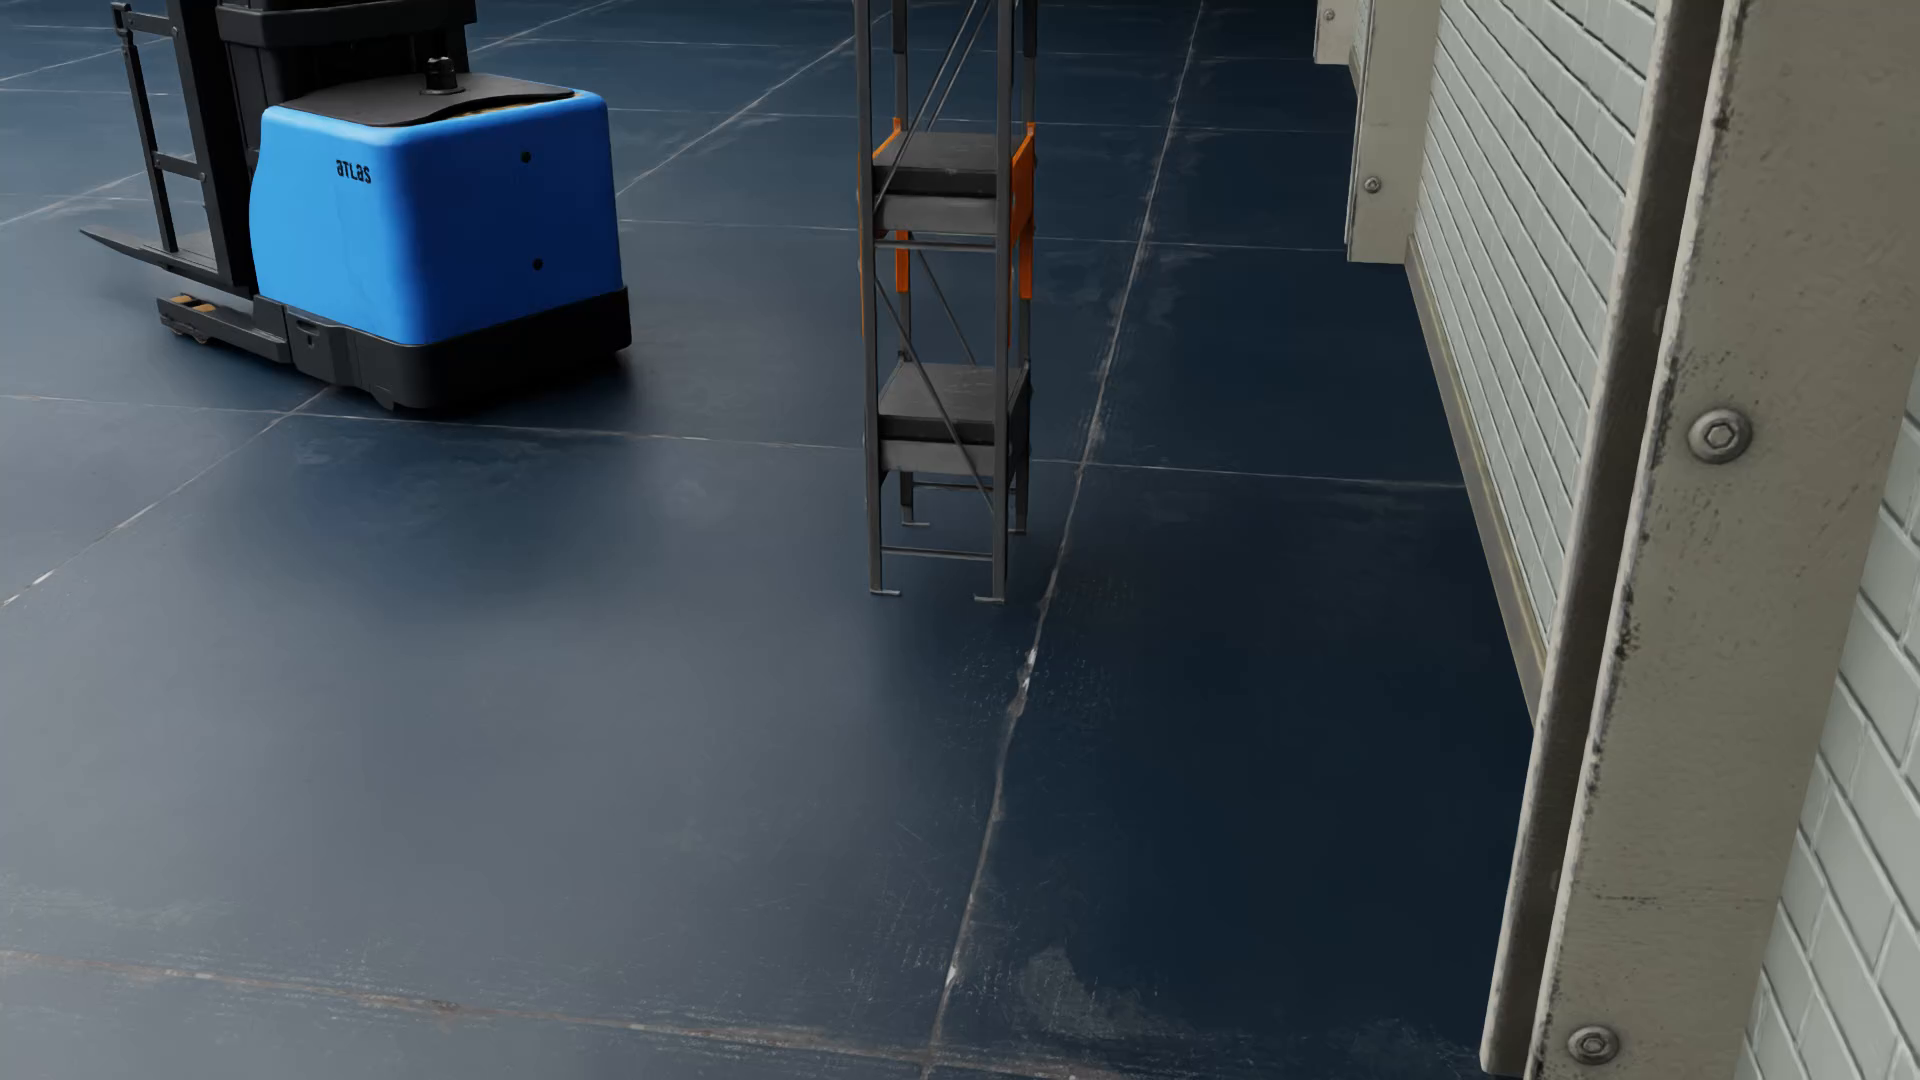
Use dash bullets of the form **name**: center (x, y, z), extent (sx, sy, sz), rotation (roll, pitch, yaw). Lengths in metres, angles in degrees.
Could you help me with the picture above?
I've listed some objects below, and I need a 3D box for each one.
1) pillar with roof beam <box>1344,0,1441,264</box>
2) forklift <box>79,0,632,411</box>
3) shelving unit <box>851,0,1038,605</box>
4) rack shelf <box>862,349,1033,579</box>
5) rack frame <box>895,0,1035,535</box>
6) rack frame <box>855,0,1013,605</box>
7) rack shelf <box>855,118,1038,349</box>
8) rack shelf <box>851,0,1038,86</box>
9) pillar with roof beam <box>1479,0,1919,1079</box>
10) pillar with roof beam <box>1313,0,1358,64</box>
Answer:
- **pillar with roof beam**: center (-2.157, -5.815, 7.059), extent (9.100, 9.000, 0.400), rotation (4, 25, 9)
- **forklift**: center (-2.800, -2.307, 6.722), extent (3.031, 2.935, 1.130), rotation (19, 31, 35)
- **shelving unit**: center (-0.027, -0.882, 4.657), extent (0.431, 2.100, 0.503), rotation (4, 25, 9)
- **rack shelf**: center (-0.027, -0.235, 4.959), extent (0.431, 0.518, 0.480), rotation (4, 25, 9)
- **rack frame**: center (0.013, -0.984, 4.875), extent (0.400, 2.100, 0.015), rotation (4, 25, 9)
- **rack frame**: center (-0.067, -0.780, 4.439), extent (0.400, 2.100, 0.015), rotation (4, 25, 9)
- **rack shelf**: center (-0.027, -0.869, 4.663), extent (0.431, 0.518, 0.480), rotation (4, 25, 9)
- **rack shelf**: center (-0.027, -1.503, 4.366), extent (0.431, 0.518, 0.480), rotation (4, 25, 9)
- **pillar with roof beam**: center (-3.138, -3.306, 1.698), extent (9.100, 9.000, 0.400), rotation (4, 25, 9)
- **pillar with roof beam**: center (-1.177, -8.325, 12.420), extent (9.100, 9.000, 0.400), rotation (4, 25, 9)
